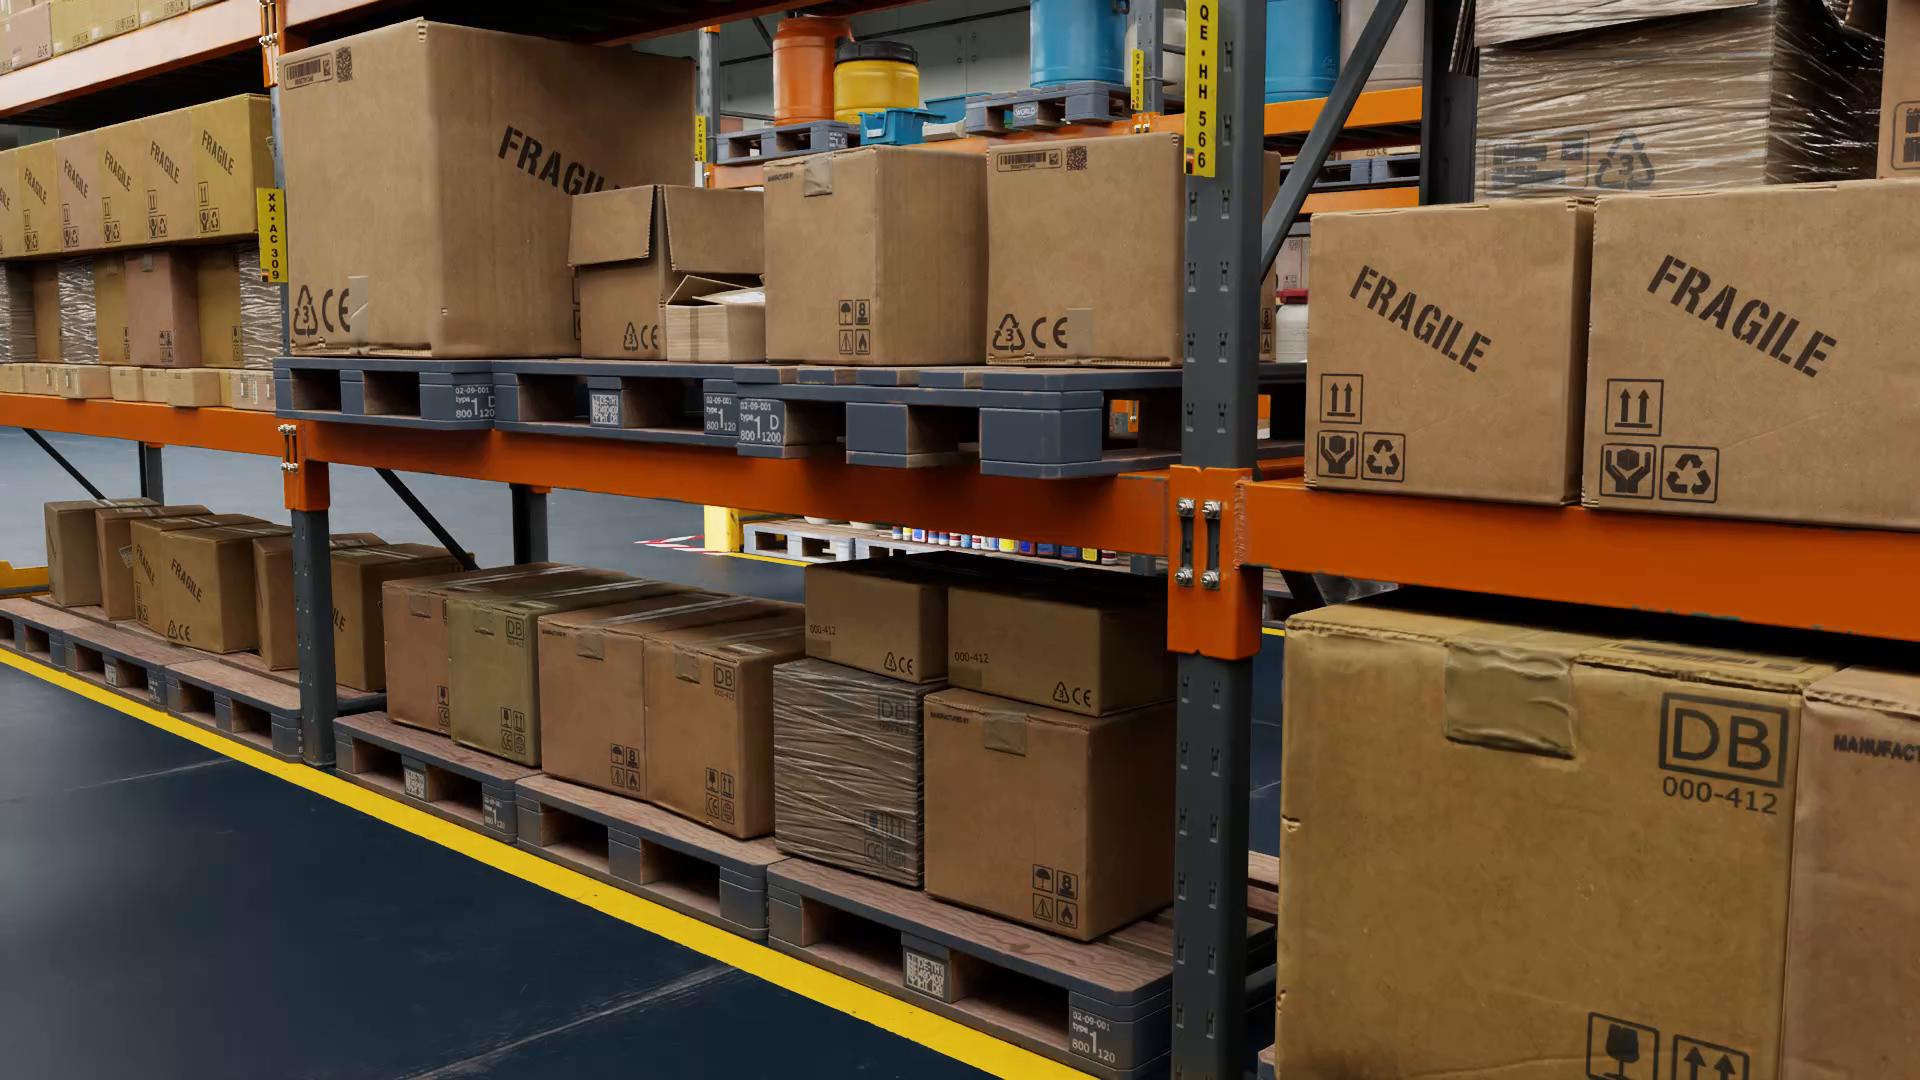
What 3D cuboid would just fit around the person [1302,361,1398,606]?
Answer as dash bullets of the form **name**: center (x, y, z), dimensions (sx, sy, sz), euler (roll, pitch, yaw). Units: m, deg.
- **person**: center (1.542, -0.108, 6.556), dimensions (0.546, 1.783, 0.380), euler (7, 10, 44)
